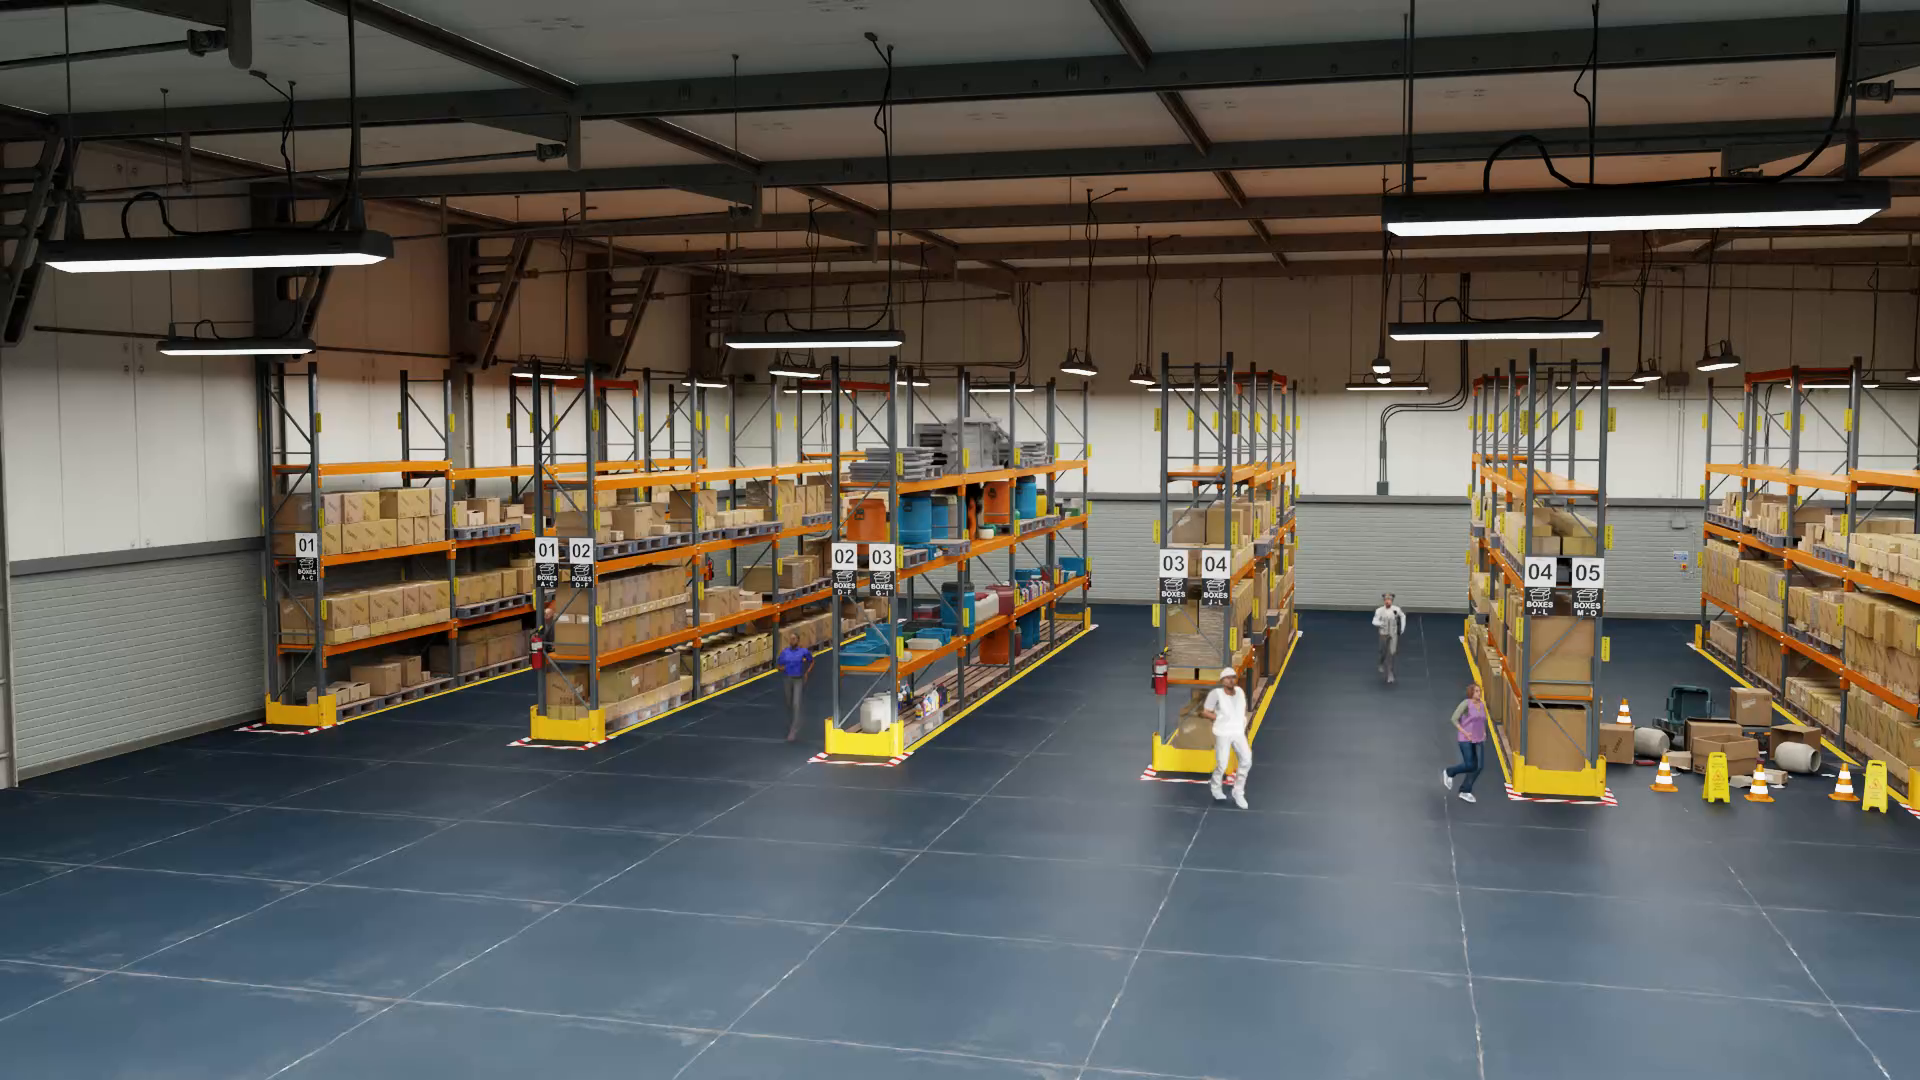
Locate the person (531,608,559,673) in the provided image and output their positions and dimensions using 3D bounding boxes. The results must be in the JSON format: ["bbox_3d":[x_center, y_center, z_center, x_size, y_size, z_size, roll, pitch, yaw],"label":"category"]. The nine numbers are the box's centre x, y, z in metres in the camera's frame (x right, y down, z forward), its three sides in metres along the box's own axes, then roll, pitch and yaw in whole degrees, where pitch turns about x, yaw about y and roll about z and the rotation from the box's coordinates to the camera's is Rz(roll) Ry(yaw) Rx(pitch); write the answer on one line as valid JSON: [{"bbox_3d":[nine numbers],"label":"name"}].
[{"bbox_3d":[-7.396,2.064,29.879,0.661,1.675,0.647,0,4,2],"label":"person"}]

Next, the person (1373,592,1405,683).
[{"bbox_3d":[8.380,1.871,32.496,0.621,1.729,0.919,1,4,14],"label":"person"}]

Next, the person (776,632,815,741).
[{"bbox_3d":[-2.633,2.292,26.407,0.582,1.653,0.898,1,4,11],"label":"person"}]

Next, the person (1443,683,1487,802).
[{"bbox_3d":[6.781,2.677,22.184,0.563,1.560,0.544,-2,4,-26],"label":"person"}]

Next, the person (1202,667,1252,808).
[{"bbox_3d":[3.524,2.580,21.781,0.720,1.823,0.652,-1,4,-19],"label":"person"}]
